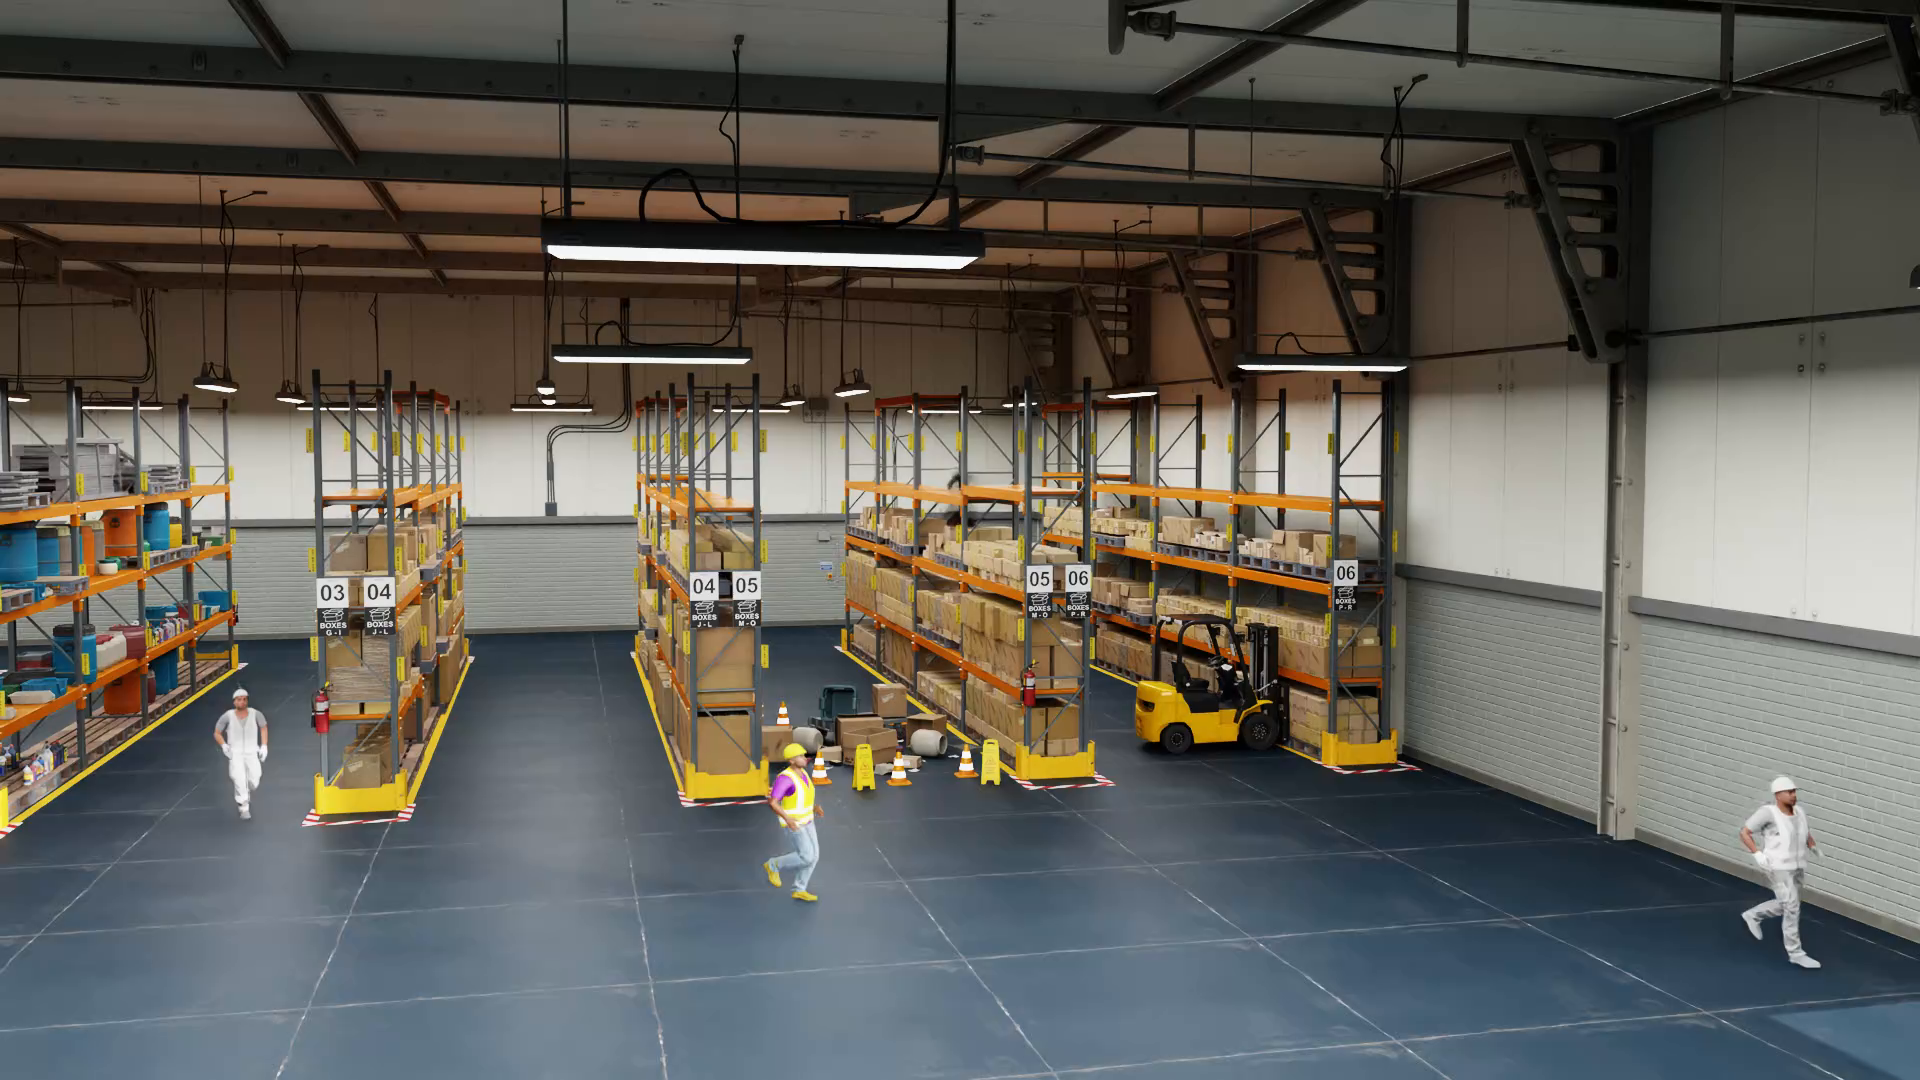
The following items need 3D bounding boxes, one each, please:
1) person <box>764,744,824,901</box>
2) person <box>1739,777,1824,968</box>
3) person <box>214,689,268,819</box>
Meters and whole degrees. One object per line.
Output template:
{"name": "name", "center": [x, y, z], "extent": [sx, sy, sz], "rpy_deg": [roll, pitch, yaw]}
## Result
{"name": "person", "center": [-1.836, 3.093, 18.281], "extent": [0.592, 1.726, 0.702], "rpy_deg": [1, 4, 22]}
{"name": "person", "center": [7.968, 3.173, 16.141], "extent": [0.712, 1.760, 0.946], "rpy_deg": [-1, 4, -24]}
{"name": "person", "center": [-9.637, 2.851, 22.304], "extent": [0.670, 1.732, 0.628], "rpy_deg": [-2, 4, -32]}
